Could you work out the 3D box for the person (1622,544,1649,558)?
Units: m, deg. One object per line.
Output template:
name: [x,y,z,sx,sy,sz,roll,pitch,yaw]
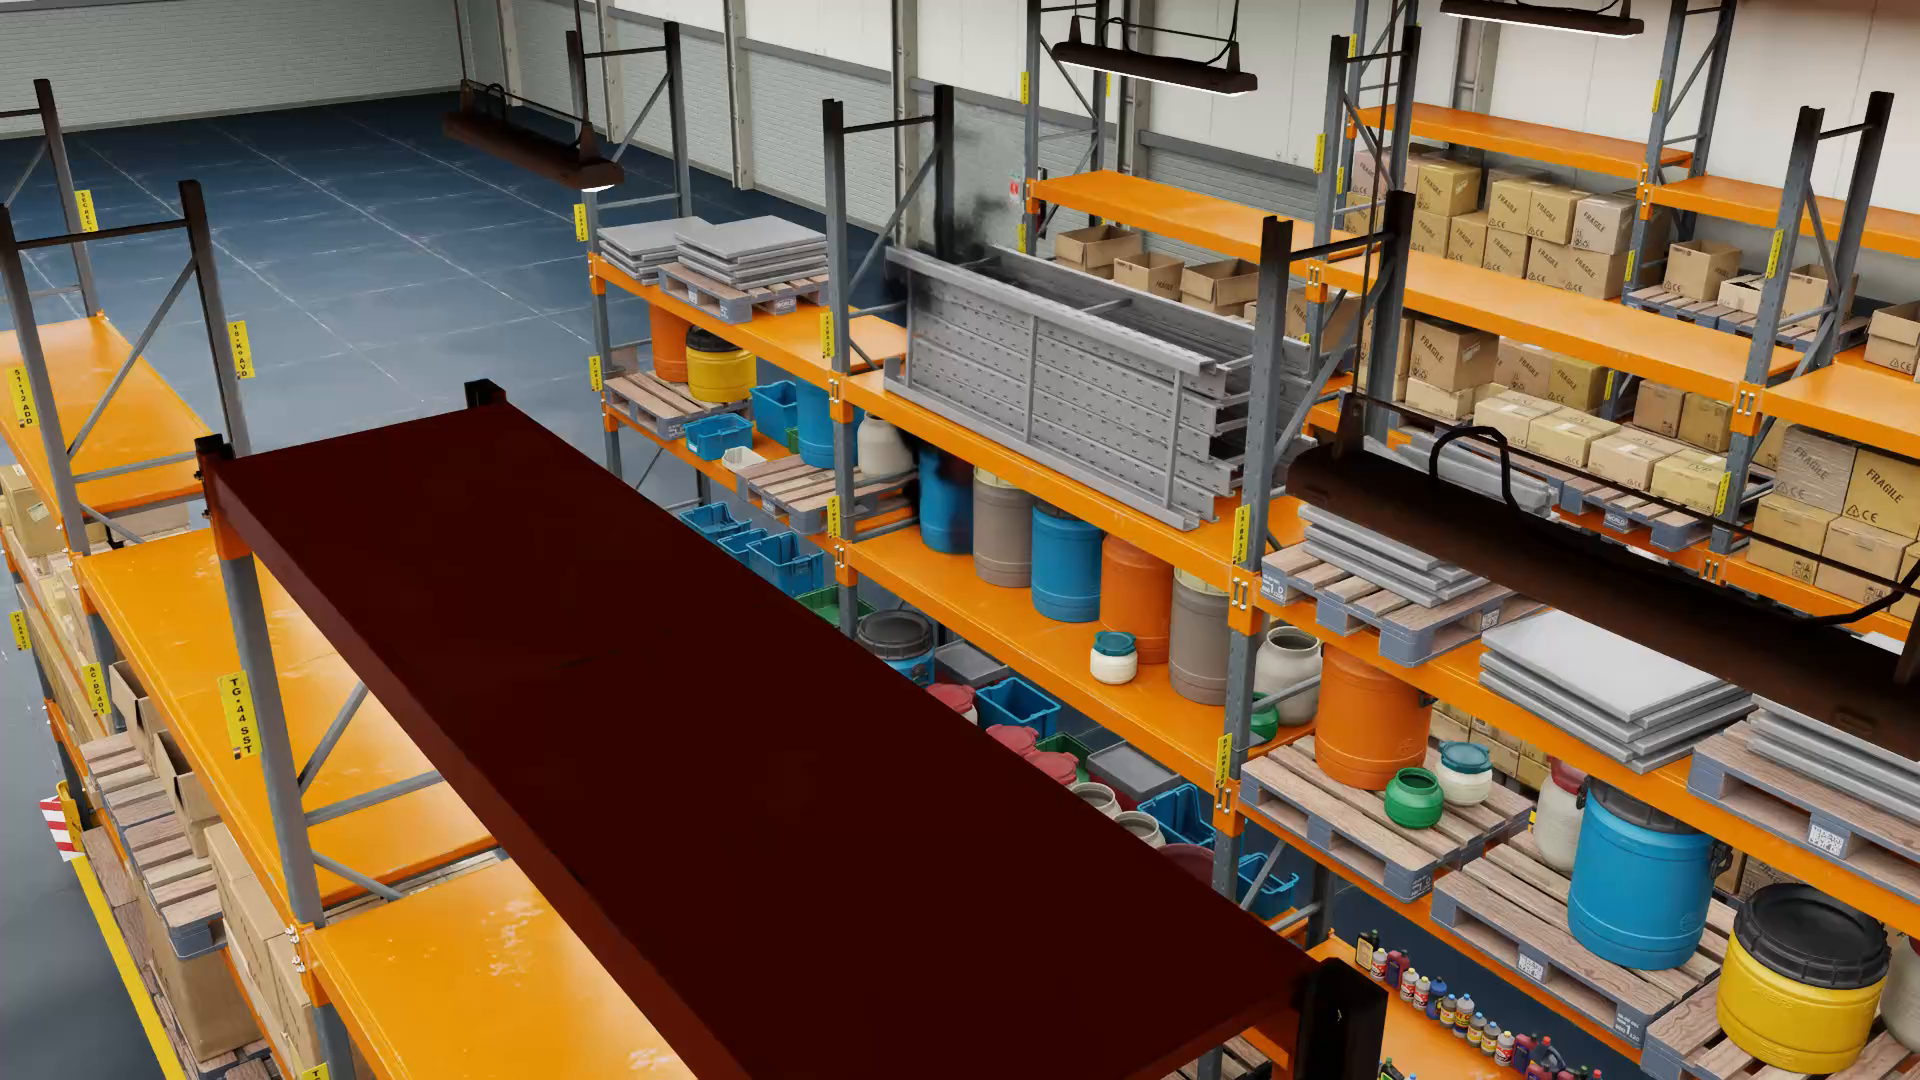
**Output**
person: [6.383,0.657,15.786,0.702,1.493,0.638,18,30,33]
